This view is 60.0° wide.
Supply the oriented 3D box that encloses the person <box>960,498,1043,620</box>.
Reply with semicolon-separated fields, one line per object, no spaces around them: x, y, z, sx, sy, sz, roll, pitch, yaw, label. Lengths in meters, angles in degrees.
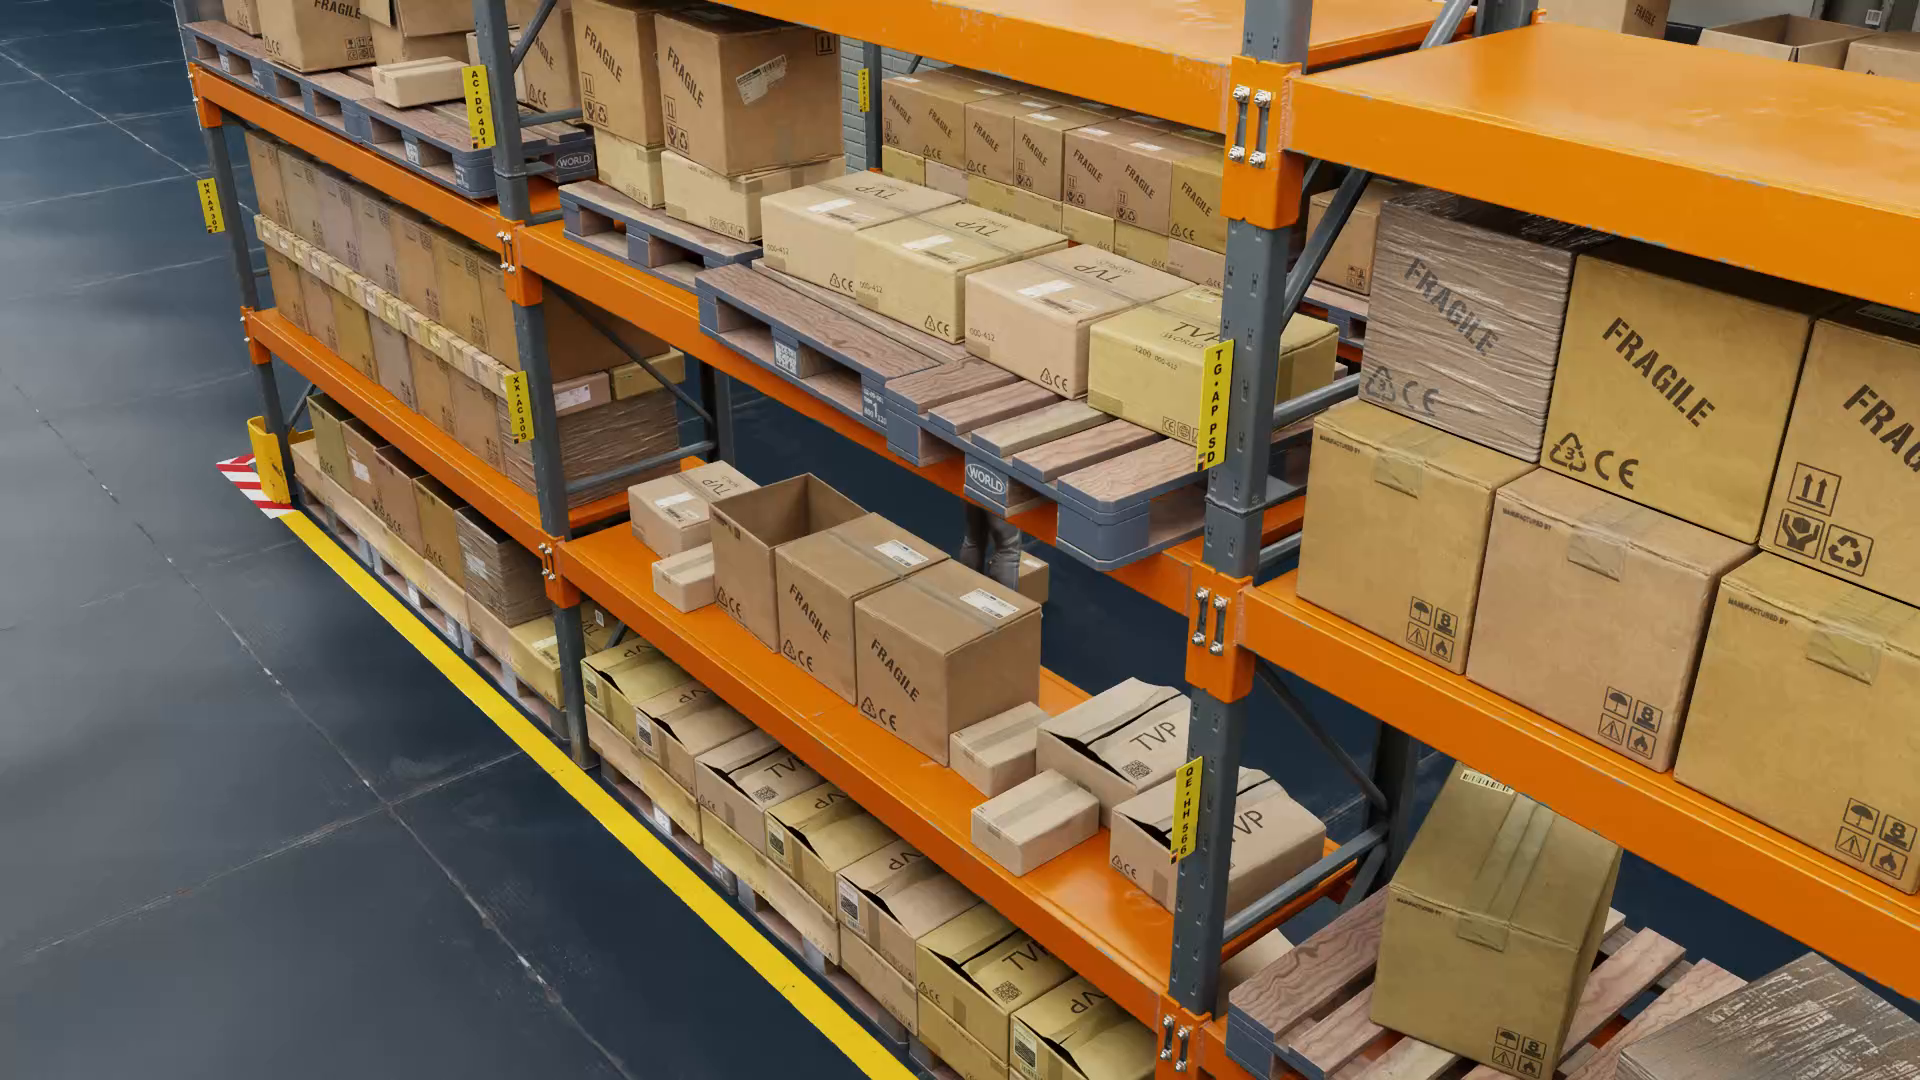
0.174;-0.350;9.262;0.462;1.759;0.632;-24;36;-38;person
